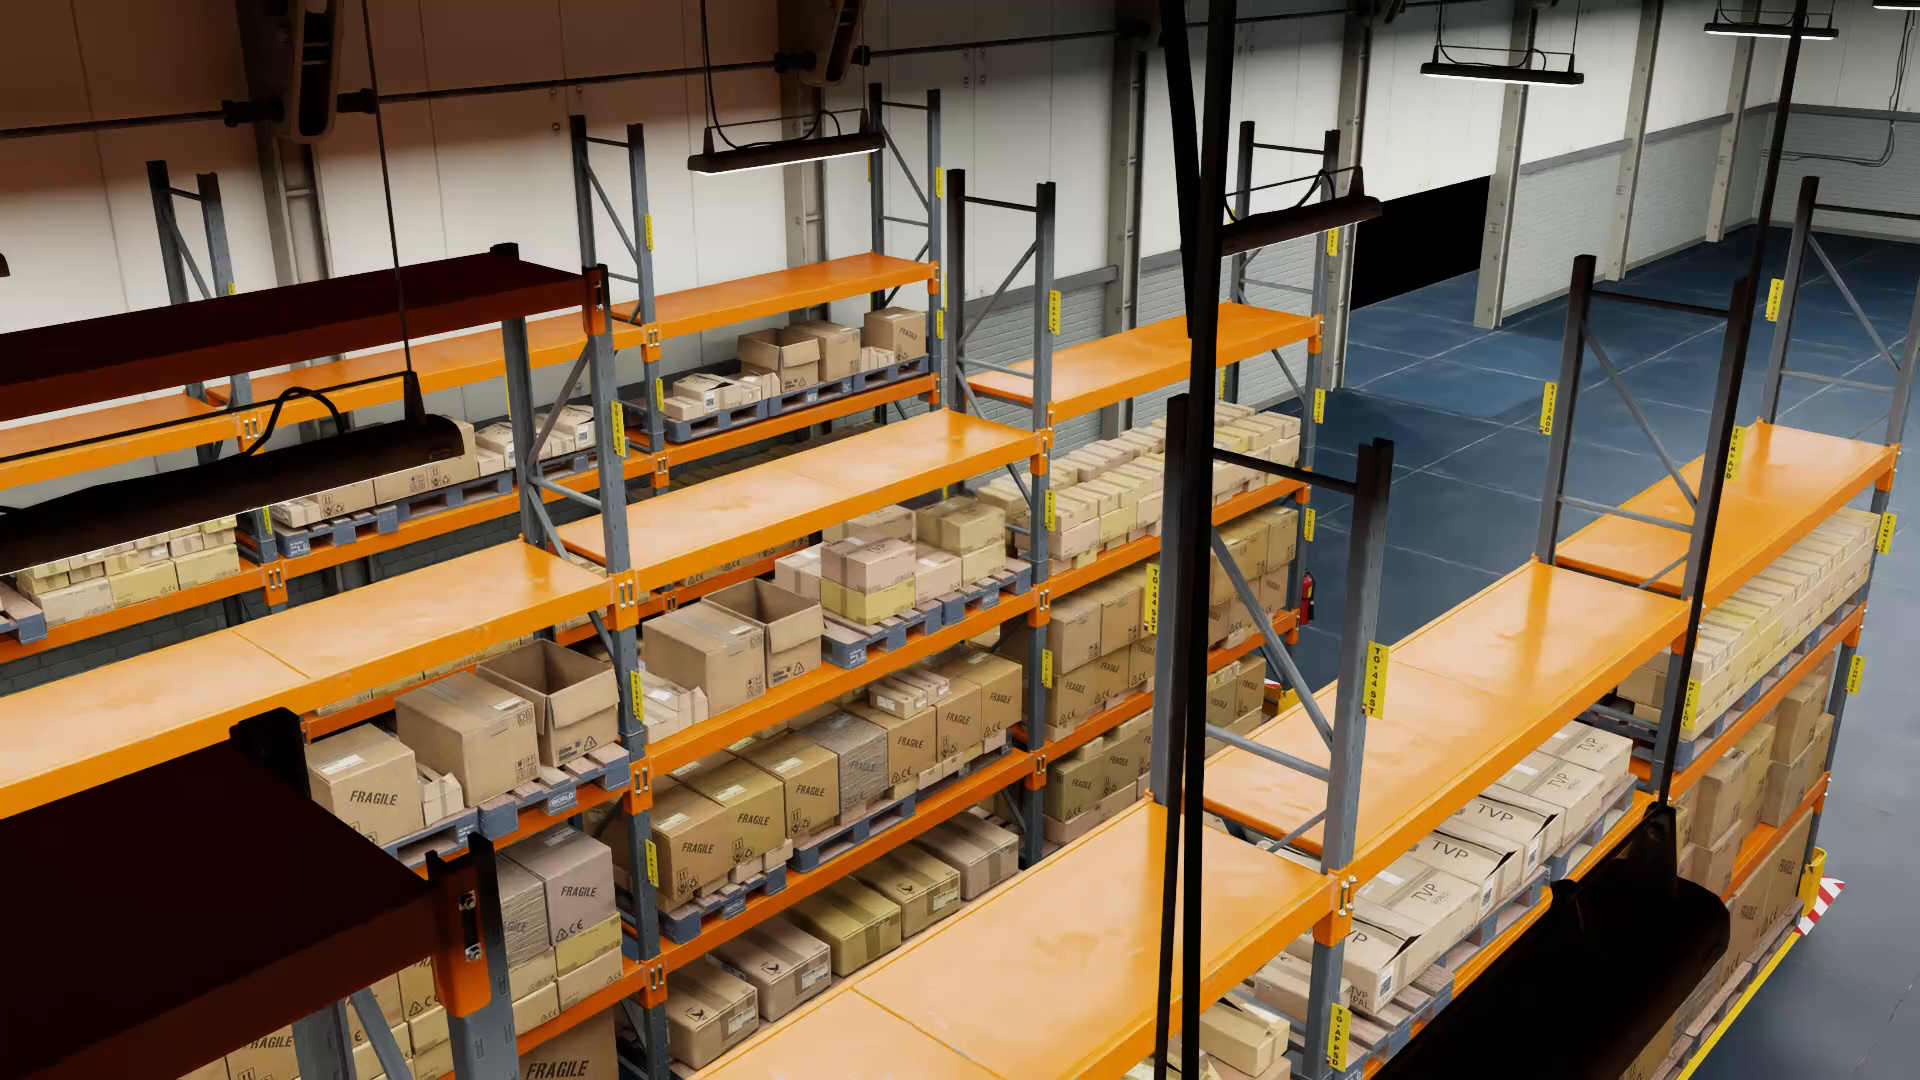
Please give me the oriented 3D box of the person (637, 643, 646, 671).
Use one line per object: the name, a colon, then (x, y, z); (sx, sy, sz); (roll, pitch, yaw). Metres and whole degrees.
person: (-2.963, 1.694, 15.448); (0.510, 1.695, 0.490); (7, 22, 16)
